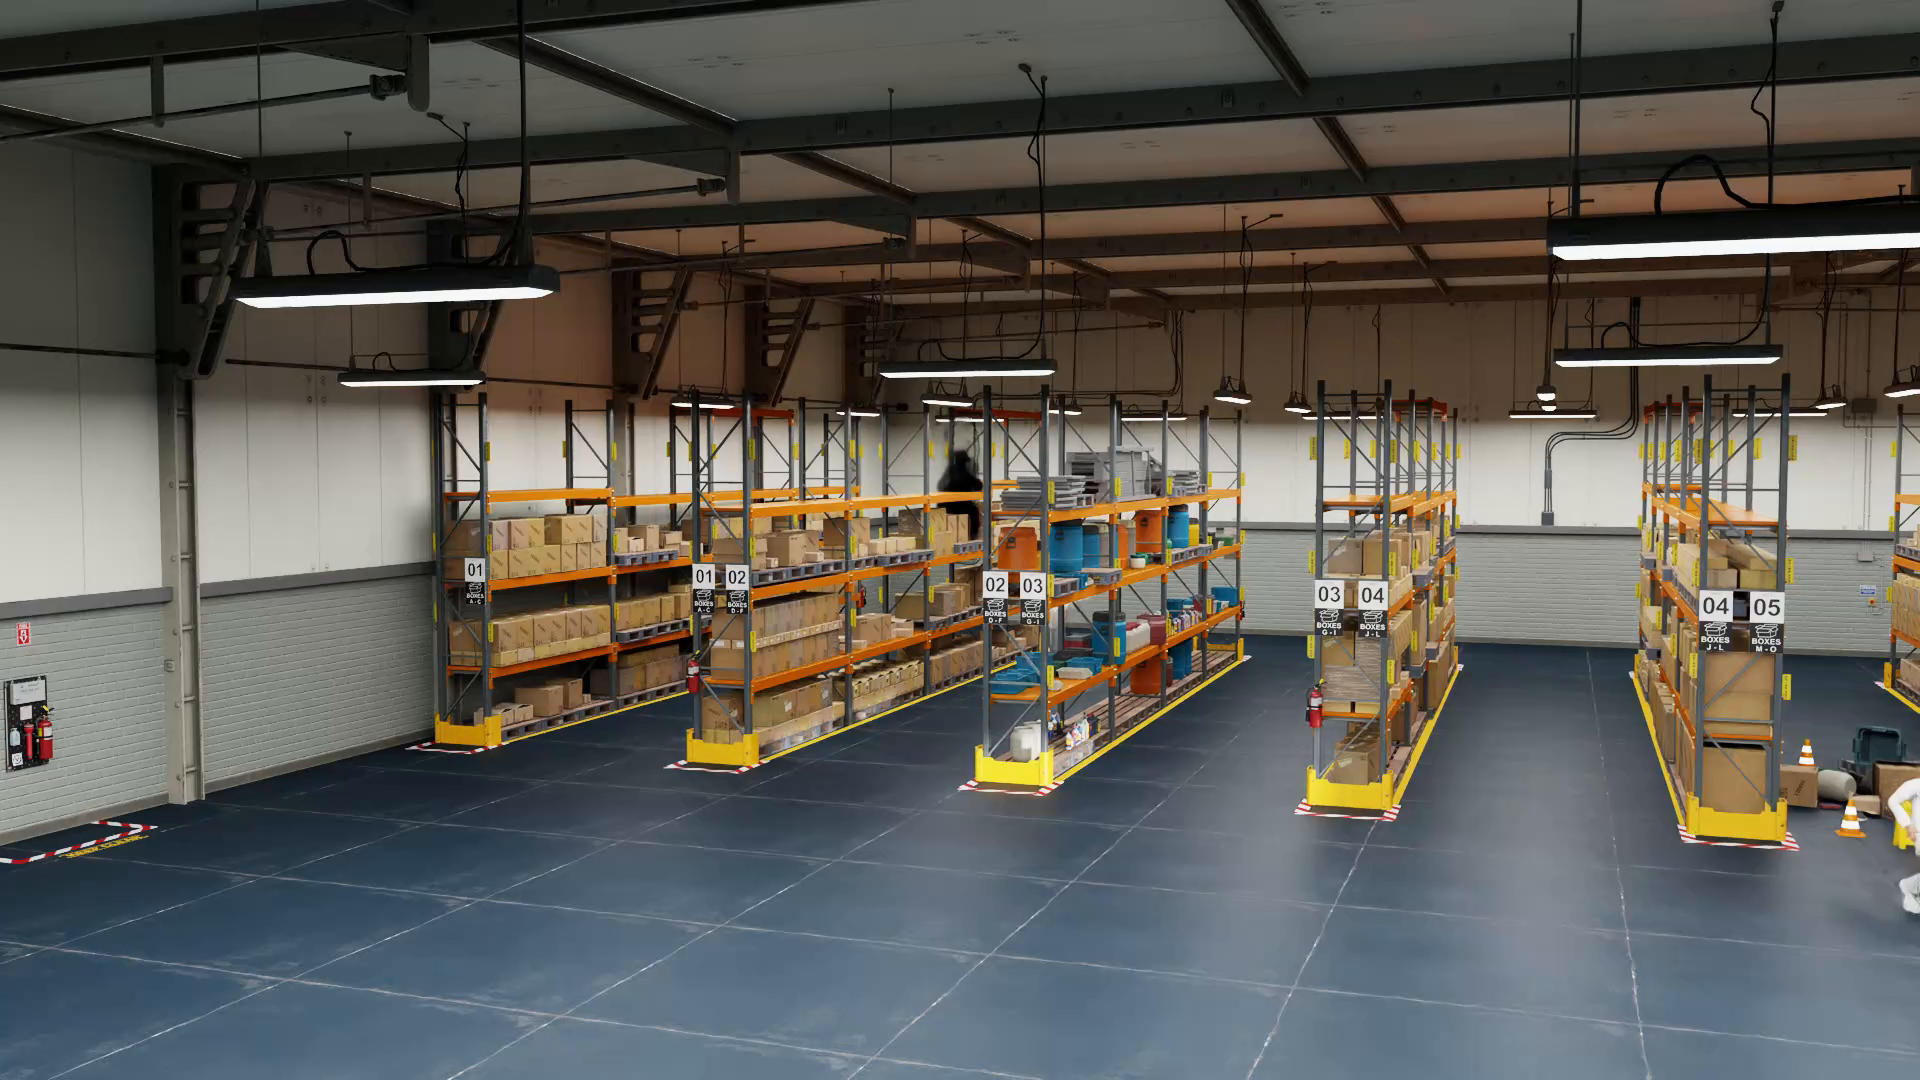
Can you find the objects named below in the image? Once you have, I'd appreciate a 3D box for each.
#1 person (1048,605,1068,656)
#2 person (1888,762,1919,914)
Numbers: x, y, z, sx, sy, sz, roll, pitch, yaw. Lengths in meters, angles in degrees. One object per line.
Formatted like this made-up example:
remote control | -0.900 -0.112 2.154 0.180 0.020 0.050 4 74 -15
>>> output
person | 2.037 1.955 36.239 0.609 1.704 0.858 0 3 6
person | 10.402 3.176 17.763 0.697 1.738 0.662 -2 3 -27
